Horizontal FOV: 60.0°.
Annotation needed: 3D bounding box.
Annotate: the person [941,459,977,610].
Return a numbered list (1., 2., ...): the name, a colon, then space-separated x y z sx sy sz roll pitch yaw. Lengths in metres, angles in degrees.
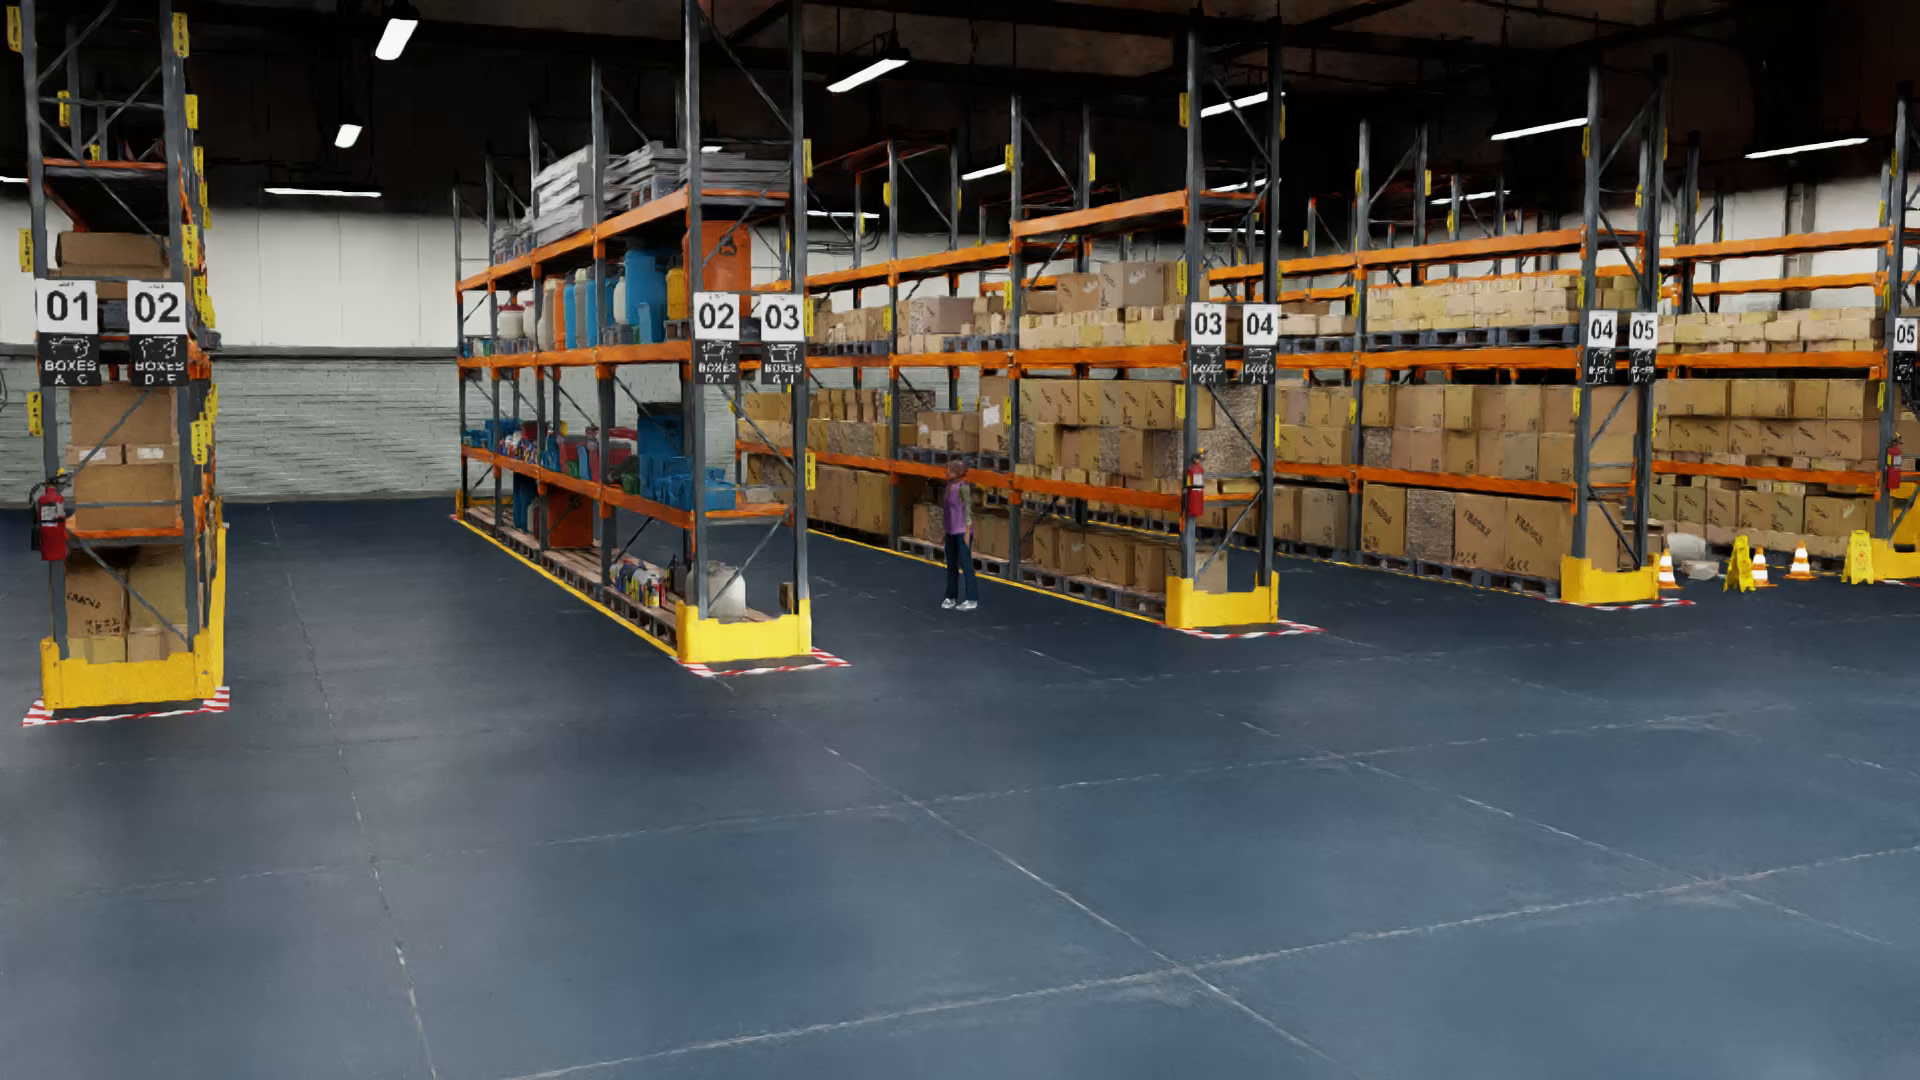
1. person: -0.028 -0.068 17.745 0.343 1.599 0.427 -3 7 -30
